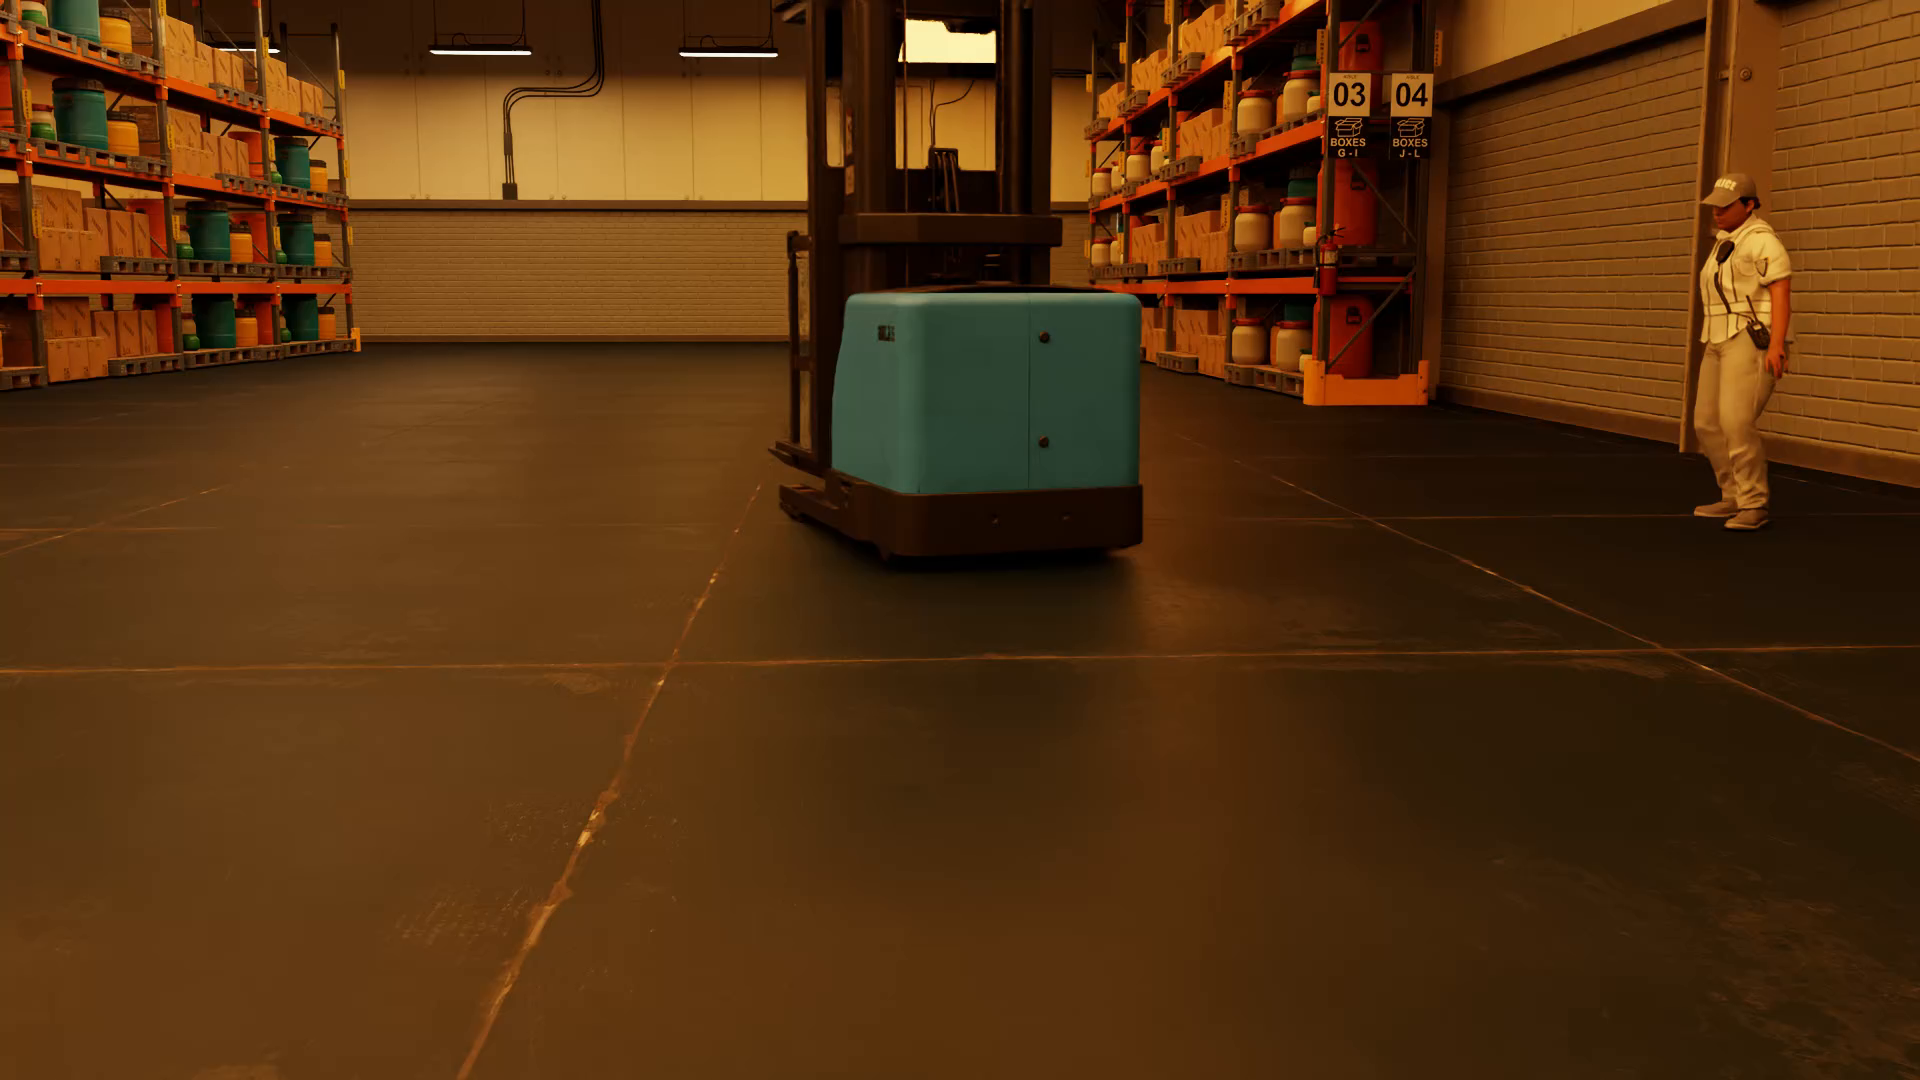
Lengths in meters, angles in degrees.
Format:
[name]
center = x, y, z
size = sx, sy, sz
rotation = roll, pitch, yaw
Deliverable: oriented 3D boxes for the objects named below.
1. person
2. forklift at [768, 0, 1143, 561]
[person]
center = 3.669, -0.898, 7.834
size = 0.470, 1.637, 0.810
rotation = 0, 8, 1
[forklift]
center = -0.234, -1.544, 7.730
size = 1.130, 2.935, 3.031
rotation = -3, 9, -19
